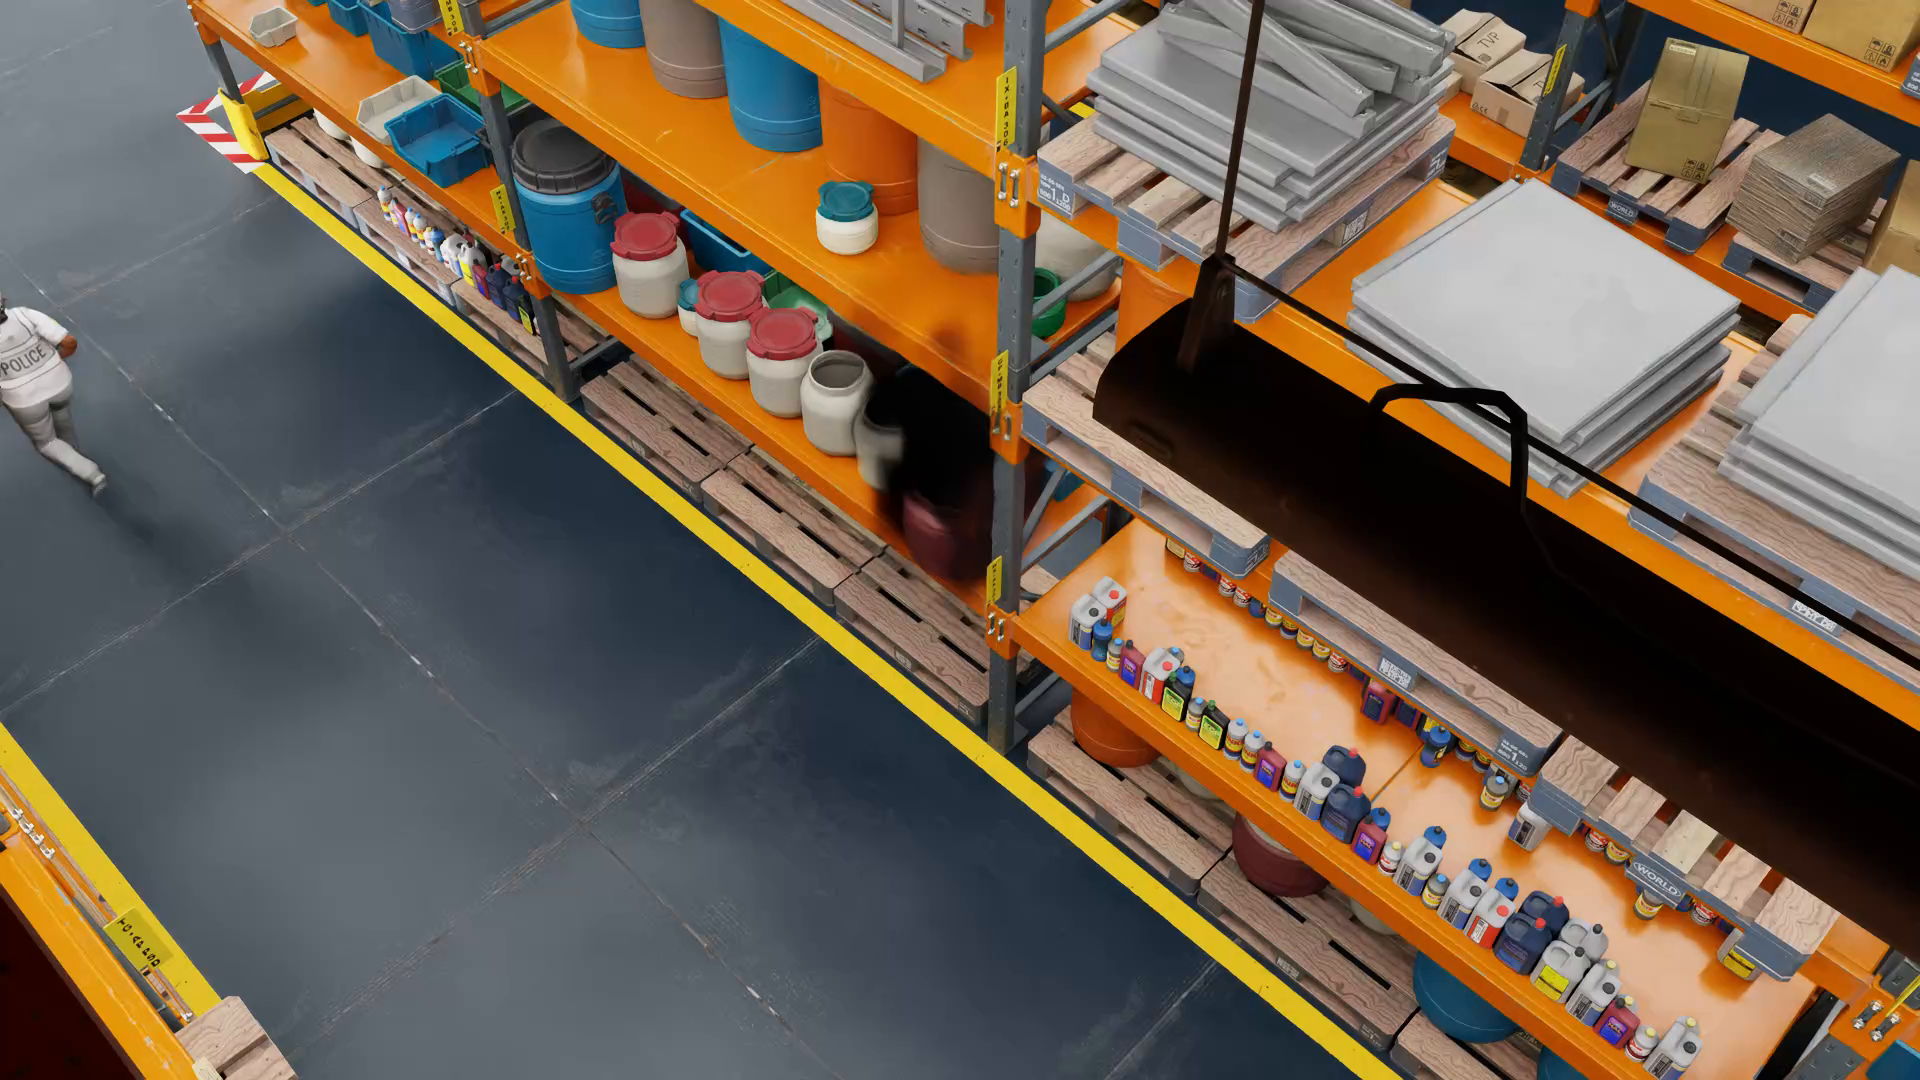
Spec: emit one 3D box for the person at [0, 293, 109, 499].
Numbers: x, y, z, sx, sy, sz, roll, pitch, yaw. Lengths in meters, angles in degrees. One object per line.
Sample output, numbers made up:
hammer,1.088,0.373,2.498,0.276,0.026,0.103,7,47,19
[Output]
person,-5.596,-0.892,10.105,1.014,1.665,0.584,31,56,23
